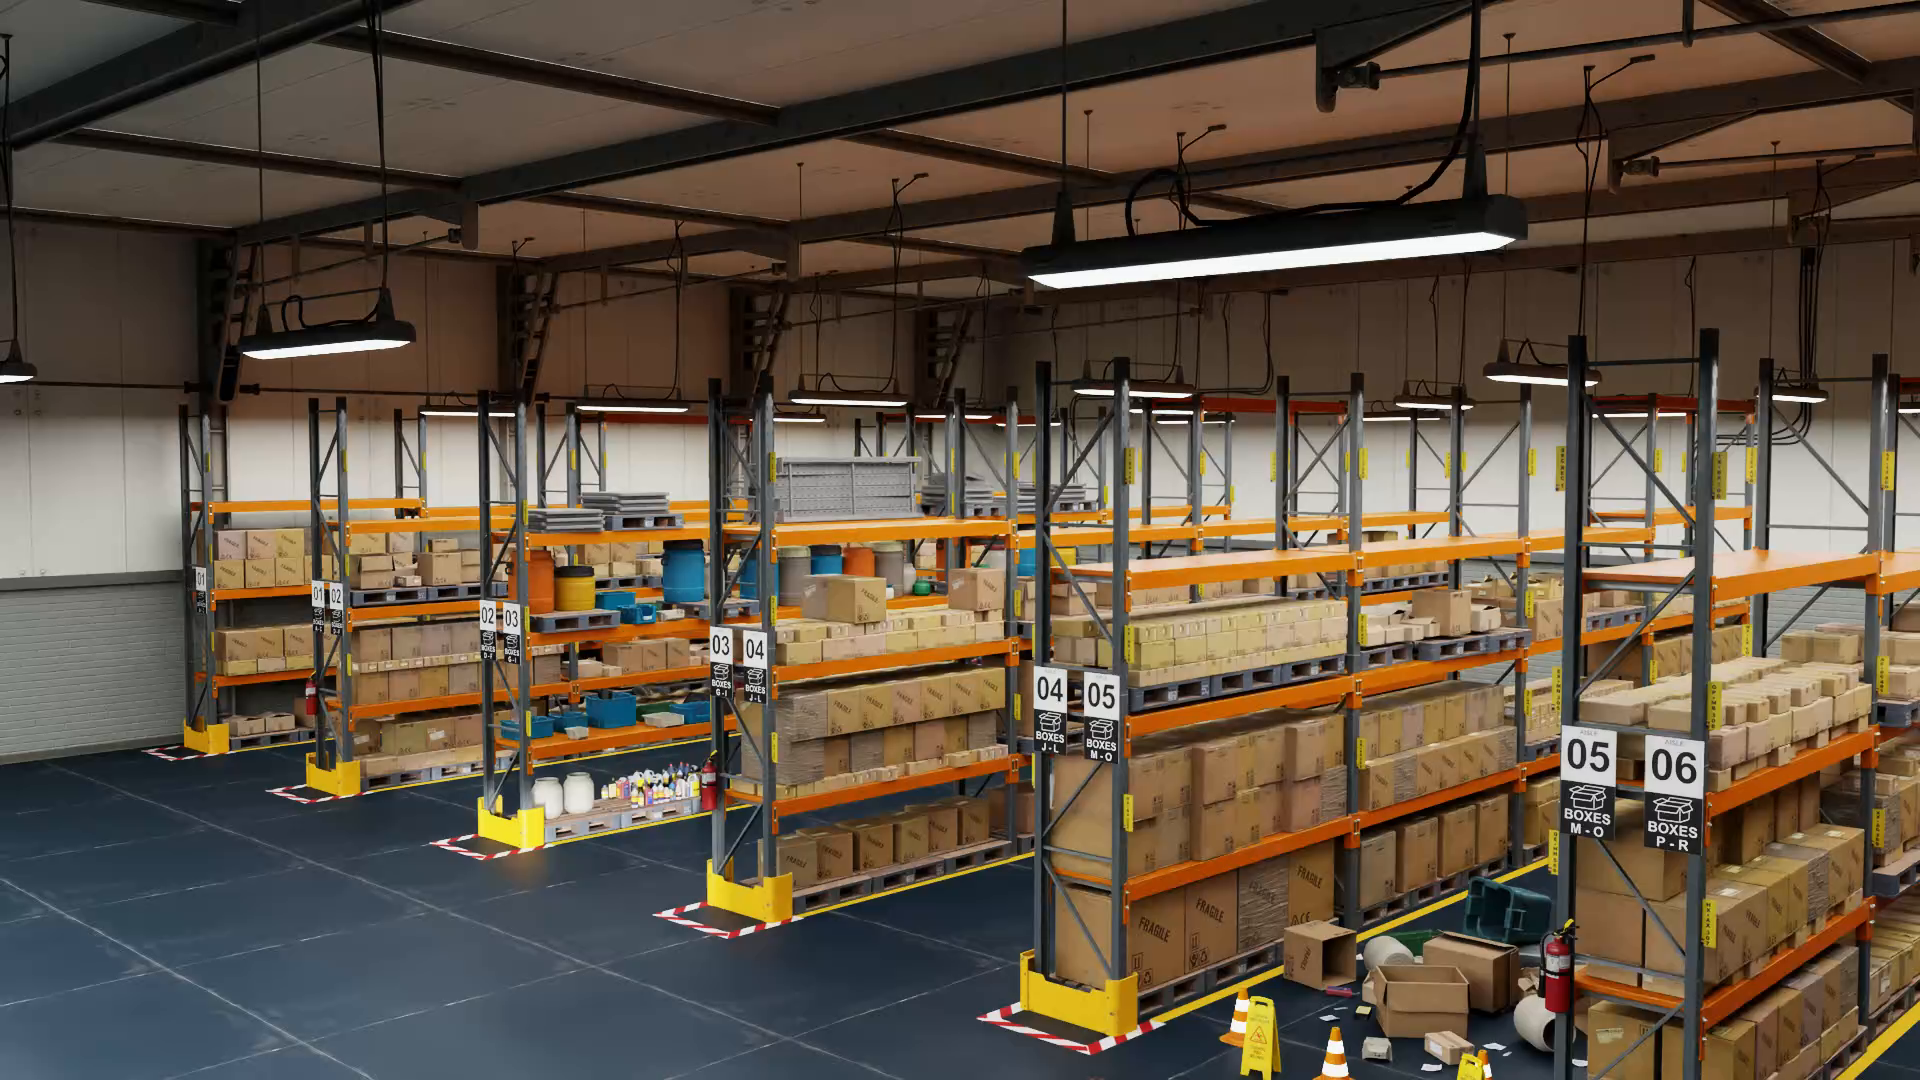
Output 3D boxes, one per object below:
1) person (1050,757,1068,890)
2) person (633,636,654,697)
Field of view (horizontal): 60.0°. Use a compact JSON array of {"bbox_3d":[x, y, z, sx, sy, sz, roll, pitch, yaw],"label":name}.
[{"bbox_3d":[1.394,3.352,19.930,0.657,1.622,0.957,2,4,36],"label":"person"},{"bbox_3d":[-6.234,2.622,32.762,0.546,1.588,0.818,2,4,38],"label":"person"}]
